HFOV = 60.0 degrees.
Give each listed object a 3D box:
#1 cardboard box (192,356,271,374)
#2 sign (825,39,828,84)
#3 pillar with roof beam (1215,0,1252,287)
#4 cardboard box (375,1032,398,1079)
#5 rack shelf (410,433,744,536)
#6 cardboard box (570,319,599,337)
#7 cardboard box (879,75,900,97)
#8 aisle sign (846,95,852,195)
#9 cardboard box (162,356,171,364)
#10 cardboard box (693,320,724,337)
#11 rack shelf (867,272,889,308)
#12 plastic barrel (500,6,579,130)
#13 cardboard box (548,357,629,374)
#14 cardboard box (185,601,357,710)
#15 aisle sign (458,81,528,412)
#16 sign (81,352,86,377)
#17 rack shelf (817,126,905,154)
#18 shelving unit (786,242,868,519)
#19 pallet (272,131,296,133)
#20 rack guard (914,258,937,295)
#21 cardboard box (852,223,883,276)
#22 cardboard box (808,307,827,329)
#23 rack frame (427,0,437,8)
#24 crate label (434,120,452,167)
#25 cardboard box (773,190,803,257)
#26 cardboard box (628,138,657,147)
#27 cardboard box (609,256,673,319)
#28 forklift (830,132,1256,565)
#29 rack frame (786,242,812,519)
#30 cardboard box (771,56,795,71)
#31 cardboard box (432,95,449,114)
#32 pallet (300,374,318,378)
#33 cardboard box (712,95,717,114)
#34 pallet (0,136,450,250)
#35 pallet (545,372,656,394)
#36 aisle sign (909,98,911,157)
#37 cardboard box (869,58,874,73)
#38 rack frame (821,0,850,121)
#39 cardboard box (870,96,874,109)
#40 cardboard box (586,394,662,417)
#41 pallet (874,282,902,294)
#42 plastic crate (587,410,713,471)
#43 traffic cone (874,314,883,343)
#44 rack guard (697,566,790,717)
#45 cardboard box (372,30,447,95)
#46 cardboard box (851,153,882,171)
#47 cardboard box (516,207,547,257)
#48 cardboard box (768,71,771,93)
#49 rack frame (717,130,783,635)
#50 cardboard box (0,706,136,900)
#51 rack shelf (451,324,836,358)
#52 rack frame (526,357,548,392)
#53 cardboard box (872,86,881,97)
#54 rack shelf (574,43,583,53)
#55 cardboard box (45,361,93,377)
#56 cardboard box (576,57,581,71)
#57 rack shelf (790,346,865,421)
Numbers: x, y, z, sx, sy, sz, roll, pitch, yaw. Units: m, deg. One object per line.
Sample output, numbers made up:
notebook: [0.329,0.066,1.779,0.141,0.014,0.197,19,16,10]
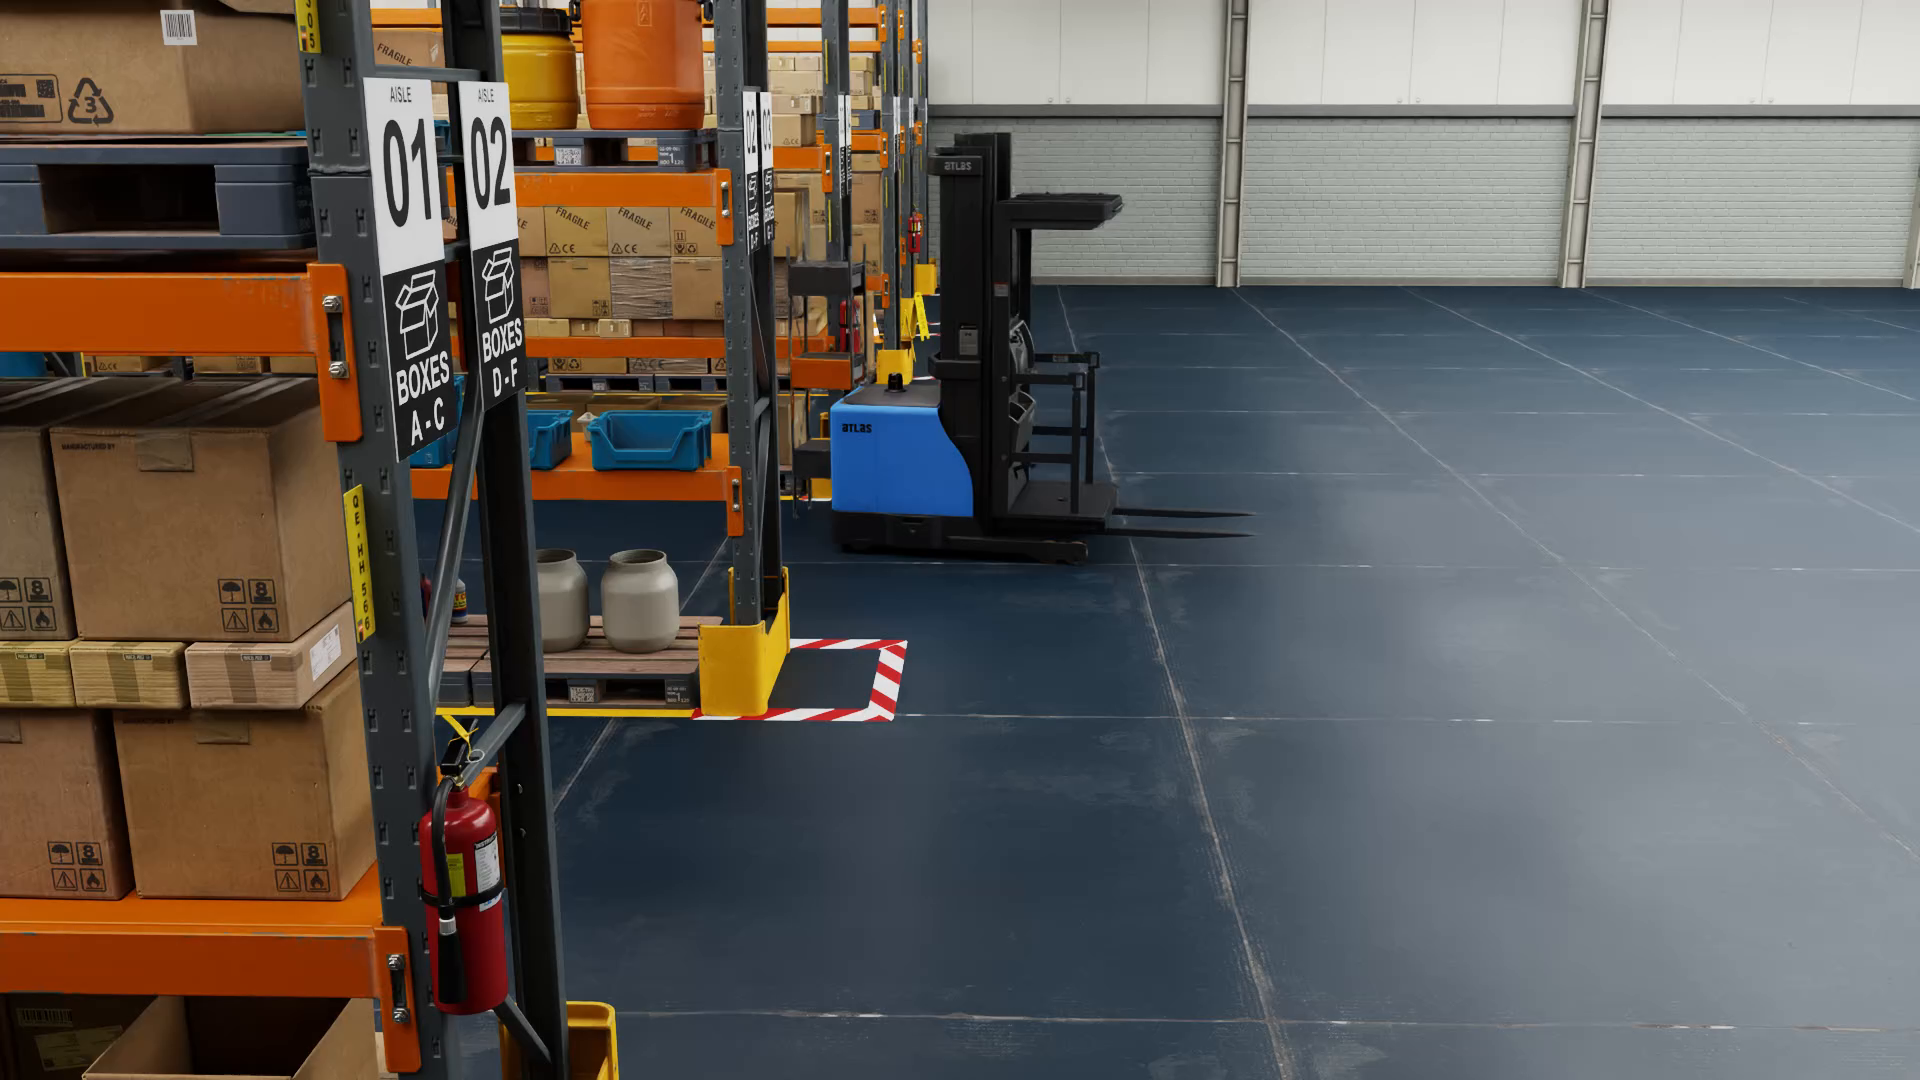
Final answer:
cardboard box: [-8.153,-2.345,18.933,0.750,0.750,1.050,0,15,1]
sign: [-1.024,-3.677,12.781,0.005,0.325,0.100,0,15,1]
pillar with roof beam: [4.601,-7.731,24.003,0.400,9.000,9.100,0,15,1]
cardboard box: [-1.777,1.653,4.763,0.500,0.250,0.500,0,15,1]
rack shelf: [-3.116,-0.342,9.166,4.000,0.370,1.077,0,15,1]
cardboard box: [-3.030,-1.770,13.661,0.250,0.149,0.380,0,15,1]
cardboard box: [-1.062,-7.424,27.503,0.500,0.500,0.500,1,15,3]
aisle sign: [-0.920,-3.273,13.769,0.004,0.787,0.394,0,15,1]
cardboard box: [-9.460,-2.320,19.331,0.500,0.500,0.500,0,15,-1]
cardboard box: [-2.031,-1.763,13.636,0.250,0.149,0.380,0,15,1]
rack shelf: [-2.761,-2.869,18.745,4.000,0.370,1.077,0,15,1]
plastic barrel: [-2.259,-2.396,8.470,0.600,0.588,0.600,0,15,0]
cardboard box: [-4.134,-2.384,18.837,0.875,0.875,0.875,1,15,2]
cardboard box: [-1.633,0.271,3.967,0.250,0.149,0.380,0,15,0]
aisle sign: [-1.173,-0.748,4.200,0.004,0.787,0.394,0,15,1]
sign: [-5.090,-0.977,9.620,0.005,0.325,0.100,0,15,1]
rack shelf: [-2.736,-5.583,23.150,4.000,0.370,1.077,0,15,1]
shelving unit: [-1.007,-1.211,12.815,0.503,2.100,0.431,4,15,13]
pallet: [-5.603,-3.357,13.671,1.003,0.211,1.213,0,15,1]
rack guard: [-0.590,-4.524,28.508,0.348,0.500,1.175,0,15,1]
cardboard box: [-1.134,-3.267,18.550,0.550,0.550,0.875,0,15,1]
cardboard box: [-1.269,-1.881,14.082,0.250,0.149,0.380,0,15,1]
rack frame: [-8.611,-8.686,27.622,0.127,3.000,1.000,0,15,1]
crate label: [-2.979,-2.152,9.027,0.408,0.251,0.502,0,15,1]
cardboard box: [-1.546,-2.556,13.409,0.500,0.500,0.500,0,15,1]
cardboard box: [-2.490,-3.264,13.246,0.500,0.250,0.500,1,15,3]
cardboard box: [-2.541,-2.130,13.752,0.500,0.500,0.875,0,15,1]
forklift: [0.628,-1.388,11.856,3.031,2.935,1.130,3,15,10]
rack frame: [-1.244,-1.226,12.871,0.015,2.100,0.400,4,15,13]
cardboard box: [-1.872,-5.091,17.785,0.250,0.149,0.380,1,15,2]
cardboard box: [-4.132,-3.464,13.223,0.250,0.149,0.380,0,15,2]
pallet: [-6.757,-1.875,19.032,1.213,0.211,1.003,0,15,1]
cardboard box: [-1.809,-3.438,13.124,0.250,0.149,0.380,0,15,-1]
pallet: [-1.953,-0.832,3.908,1.213,0.211,1.003,0,15,1]
pallet: [-4.003,-1.857,18.964,1.213,0.211,1.003,0,15,1]
aisle sign: [-0.682,-5.650,22.778,0.004,0.787,0.394,0,15,1]
cardboard box: [-1.088,-5.253,18.401,0.250,0.149,0.380,1,15,2]
rack frame: [-0.990,-4.841,13.047,0.127,3.000,1.000,0,15,1]
cardboard box: [-1.097,-4.868,18.506,0.250,0.149,0.380,0,15,2]
cardboard box: [-2.837,-0.947,14.125,0.500,0.500,0.500,2,15,7]
pallet: [-1.379,-4.379,28.524,1.213,0.211,1.003,0,15,1]
plastic crate: [-1.624,-0.532,8.767,0.616,0.251,0.499,0,15,1]
traffic cone: [-1.200,-2.914,22.479,0.334,0.463,0.336,0,15,1]
rack guard: [-1.194,0.543,9.300,0.348,0.500,1.175,0,15,1]
cardboard box: [-4.532,-3.912,13.649,0.500,0.500,0.500,0,15,0]
cardboard box: [-1.253,-5.090,23.015,0.500,0.500,0.700,0,15,0]
cardboard box: [-3.545,-2.567,13.452,0.500,0.500,0.500,0,15,1]
cardboard box: [-2.260,-4.916,17.905,0.500,0.250,0.500,0,15,1]
rack frame: [-1.116,-0.677,9.025,0.127,3.000,1.000,0,15,1]
cardboard box: [-2.238,0.530,4.257,0.500,0.500,0.700,1,15,3]
rack shelf: [-2.989,-1.605,13.954,4.000,0.370,1.077,0,15,1]
rack frame: [-4.761,-3.230,18.703,0.127,3.000,1.000,0,15,1]
cardboard box: [-1.082,-6.108,22.662,0.250,0.149,0.380,1,15,2]
rack shelf: [-6.612,-8.132,27.715,4.000,0.370,1.077,0,15,1]
cardboard box: [-7.786,-1.361,14.186,0.500,0.250,0.500,2,15,8]
cardboard box: [-4.150,-5.106,17.842,0.250,0.149,0.380,0,15,1]
rack shelf: [-1.007,-1.198,12.818,0.480,0.518,0.431,4,15,13]
